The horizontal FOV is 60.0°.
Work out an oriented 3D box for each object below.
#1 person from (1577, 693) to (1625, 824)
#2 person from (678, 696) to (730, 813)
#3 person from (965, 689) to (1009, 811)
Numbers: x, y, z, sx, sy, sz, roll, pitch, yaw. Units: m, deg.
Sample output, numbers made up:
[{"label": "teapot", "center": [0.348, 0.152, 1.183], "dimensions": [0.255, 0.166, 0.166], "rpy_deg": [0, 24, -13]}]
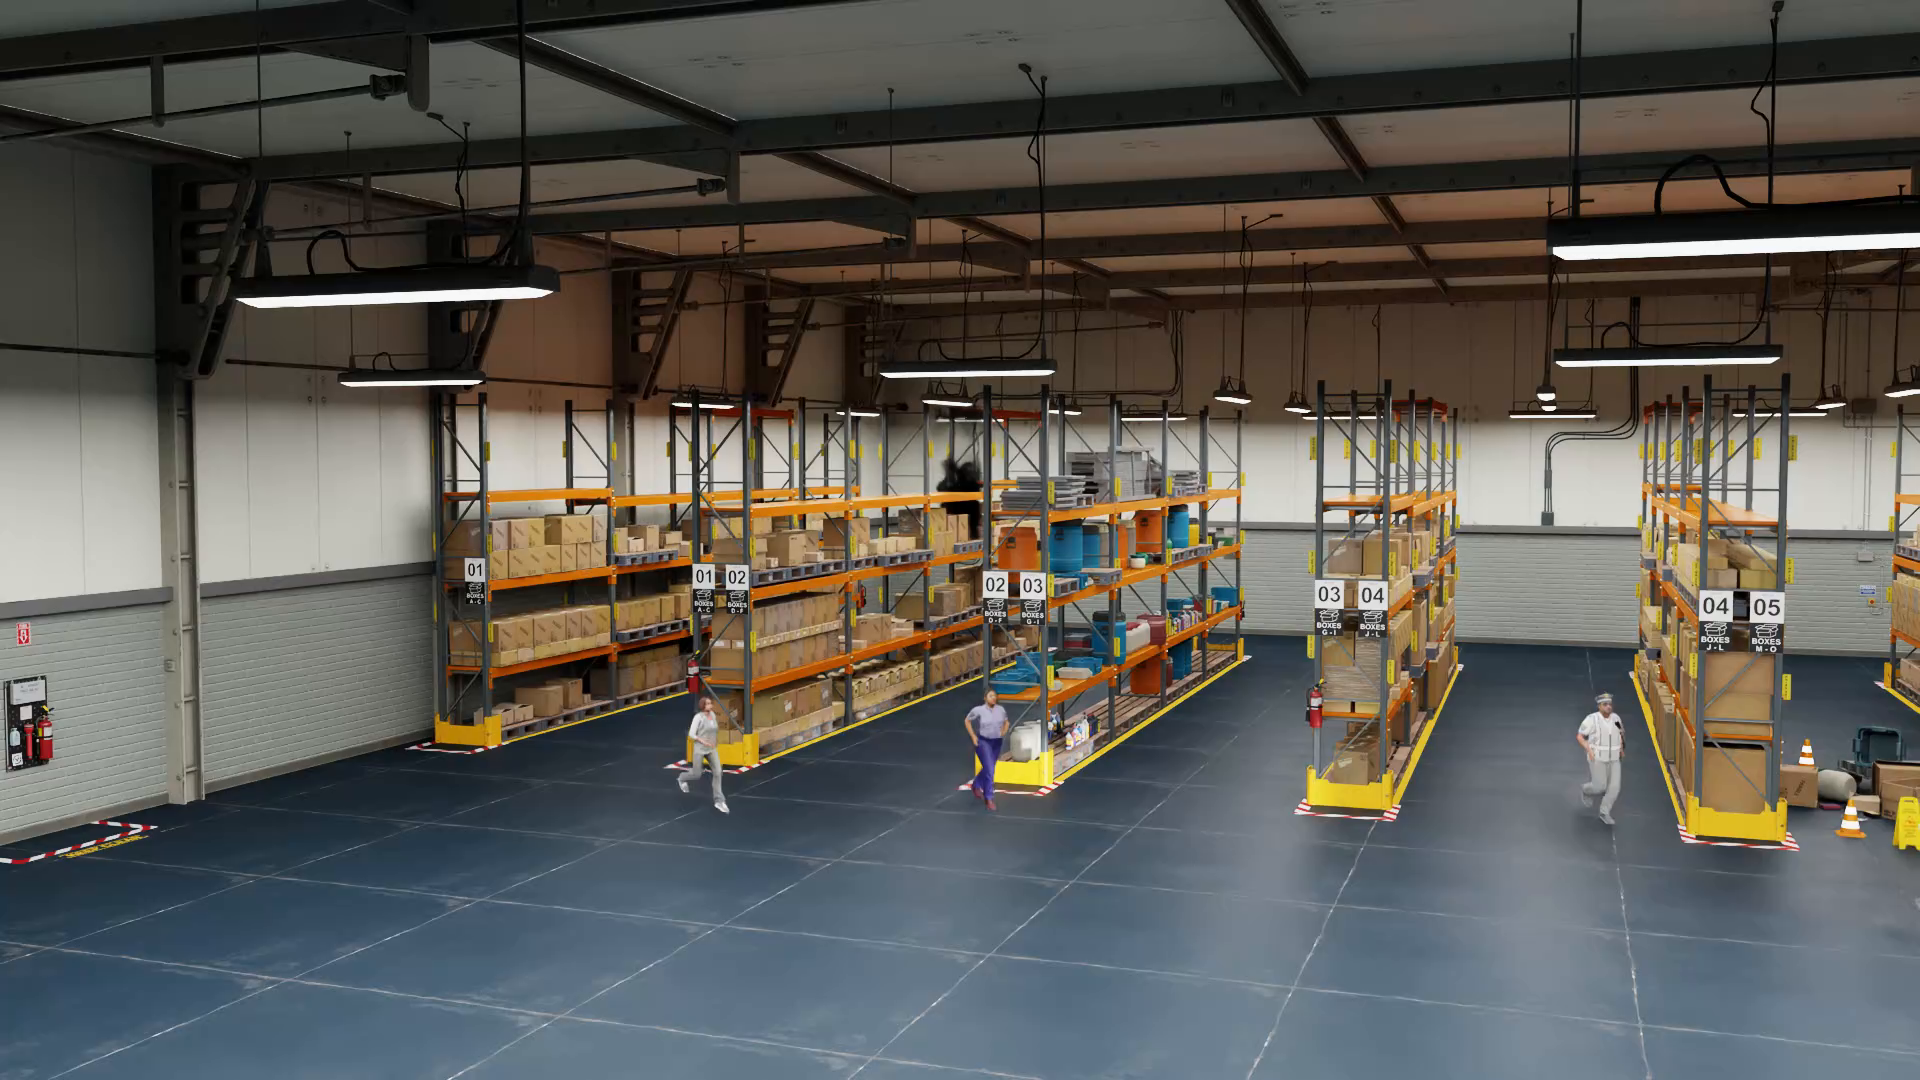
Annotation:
[{"label": "person", "center": [8.735, 2.946, 22.612], "dimensions": [0.672, 1.760, 0.644], "rpy_deg": [0, 3, -4]}, {"label": "person", "center": [-3.607, 2.981, 23.313], "dimensions": [0.513, 1.590, 1.023], "rpy_deg": [-3, 4, -45]}, {"label": "person", "center": [0.395, 2.940, 23.540], "dimensions": [0.608, 1.702, 0.802], "rpy_deg": [-2, 4, -33]}]
